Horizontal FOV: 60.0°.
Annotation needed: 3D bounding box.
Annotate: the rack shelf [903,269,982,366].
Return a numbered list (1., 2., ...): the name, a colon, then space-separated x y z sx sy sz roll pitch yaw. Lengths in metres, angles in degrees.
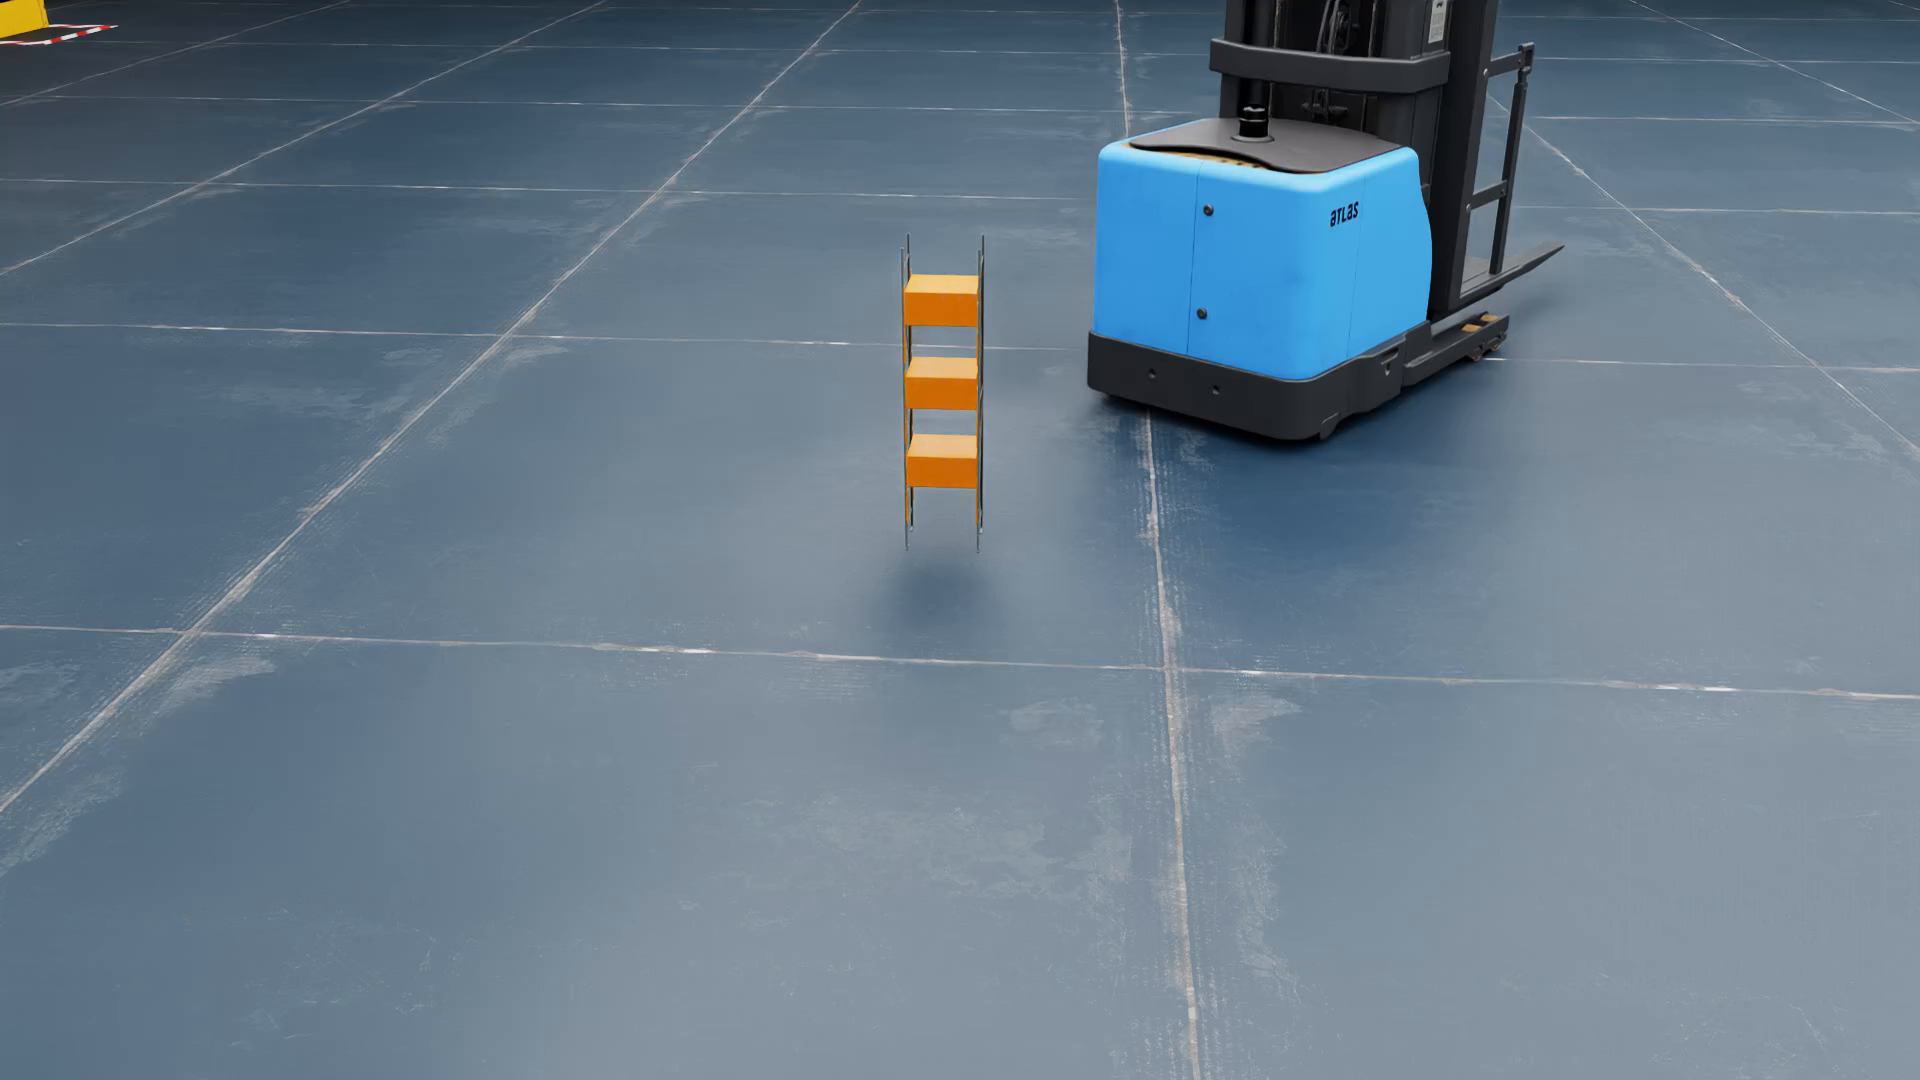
1. rack shelf: -0.053 -0.727 5.420 0.240 0.259 0.215 2 25 4

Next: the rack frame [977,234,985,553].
1. rack frame: 0.068 -0.475 5.526 0.008 1.050 0.200 2 25 4

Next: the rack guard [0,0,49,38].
1. rack guard: -9.778 -5.398 16.884 0.348 0.500 1.175 2 25 4

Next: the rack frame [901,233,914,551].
1. rack frame: -0.175 -0.483 5.543 0.008 1.050 0.200 2 25 4

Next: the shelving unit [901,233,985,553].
1. shelving unit: -0.053 -0.479 5.534 0.252 1.050 0.215 2 25 4

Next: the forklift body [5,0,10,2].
1. forklift body: -11.356 -7.515 19.509 1.214 2.155 2.313 2 25 4

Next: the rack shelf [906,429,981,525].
1. rack shelf: -0.053 -0.217 5.655 0.240 0.259 0.215 2 25 4

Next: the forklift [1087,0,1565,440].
1. forklift: 1.868 -2.257 7.149 1.130 2.935 3.031 19 31 36

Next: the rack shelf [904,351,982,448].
1. rack shelf: -0.053 -0.469 5.539 0.240 0.259 0.215 2 25 4
